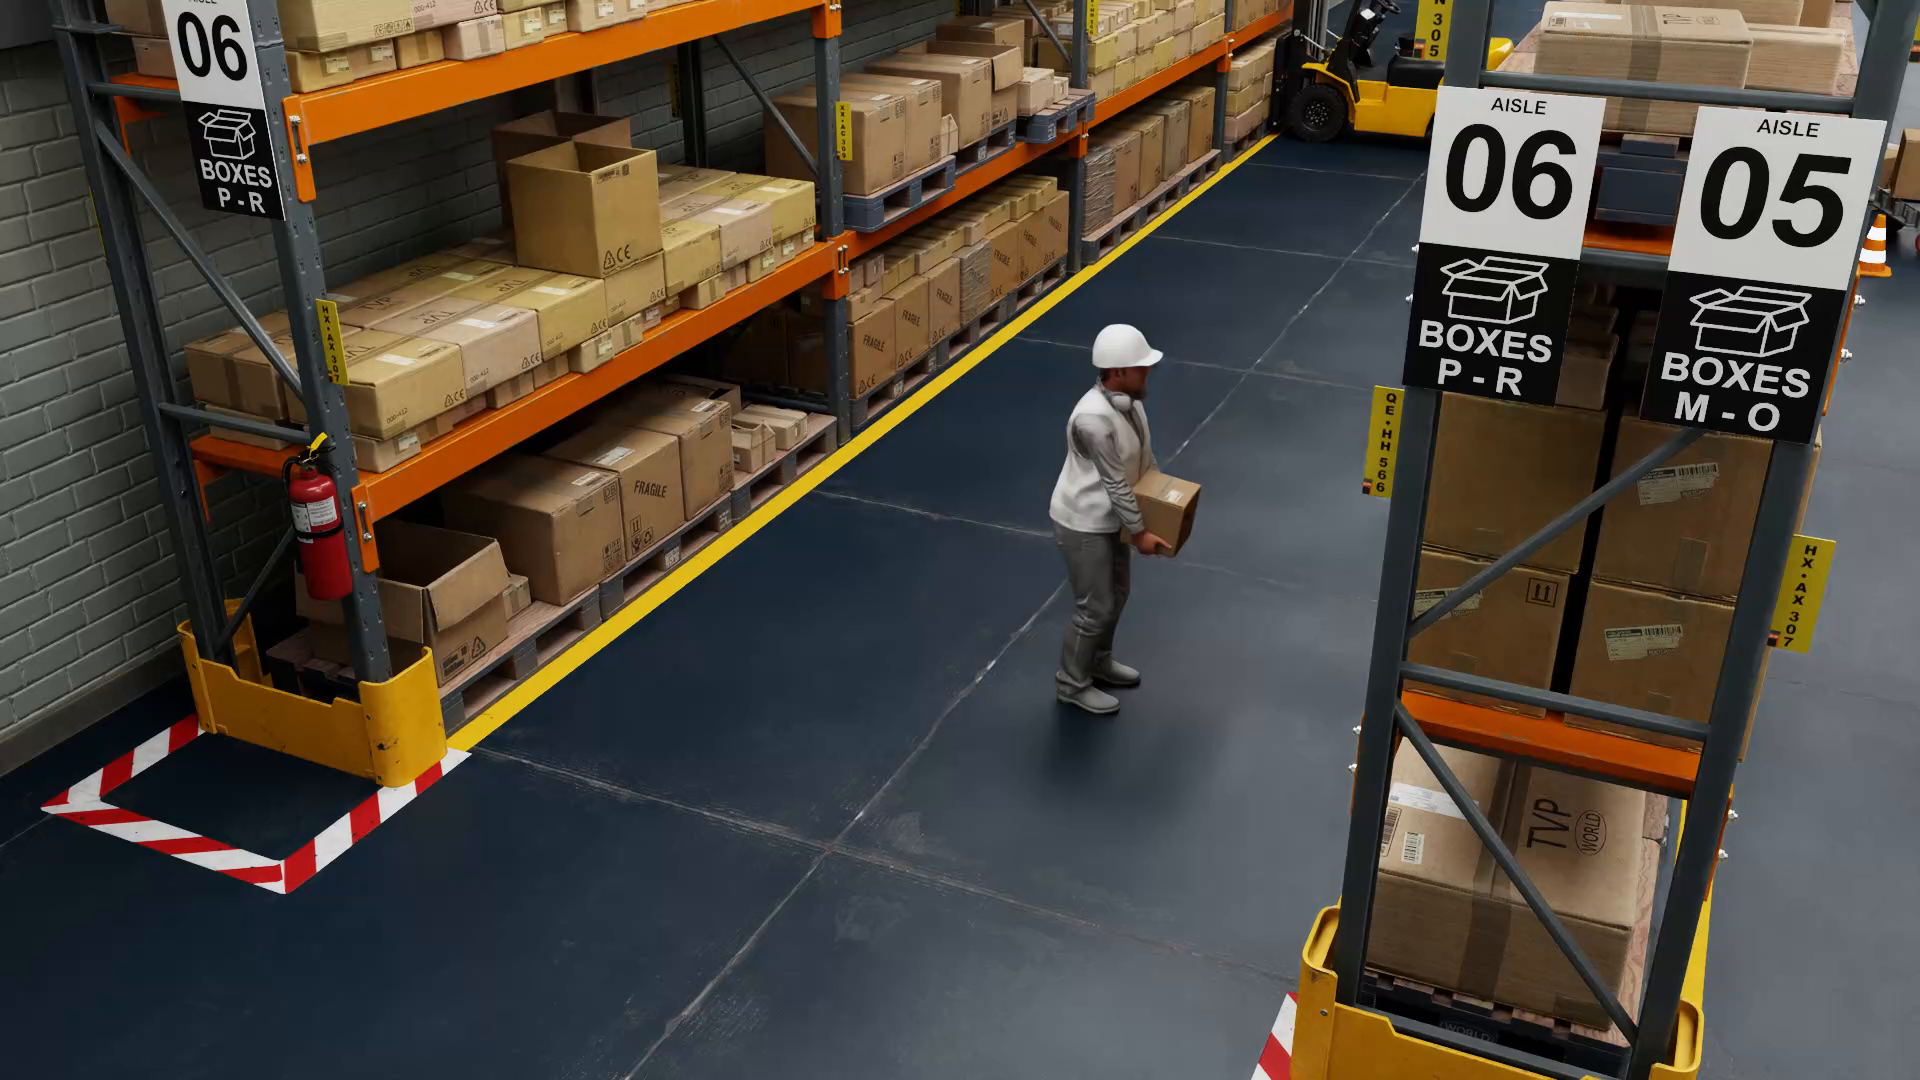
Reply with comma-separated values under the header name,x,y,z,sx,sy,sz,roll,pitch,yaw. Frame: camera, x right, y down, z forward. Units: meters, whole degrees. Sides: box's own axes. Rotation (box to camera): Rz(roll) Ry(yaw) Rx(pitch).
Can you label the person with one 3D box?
name,x,y,z,sx,sy,sz,roll,pitch,yaw
person,0.695,-0.094,7.282,0.563,1.772,0.494,11,28,21
